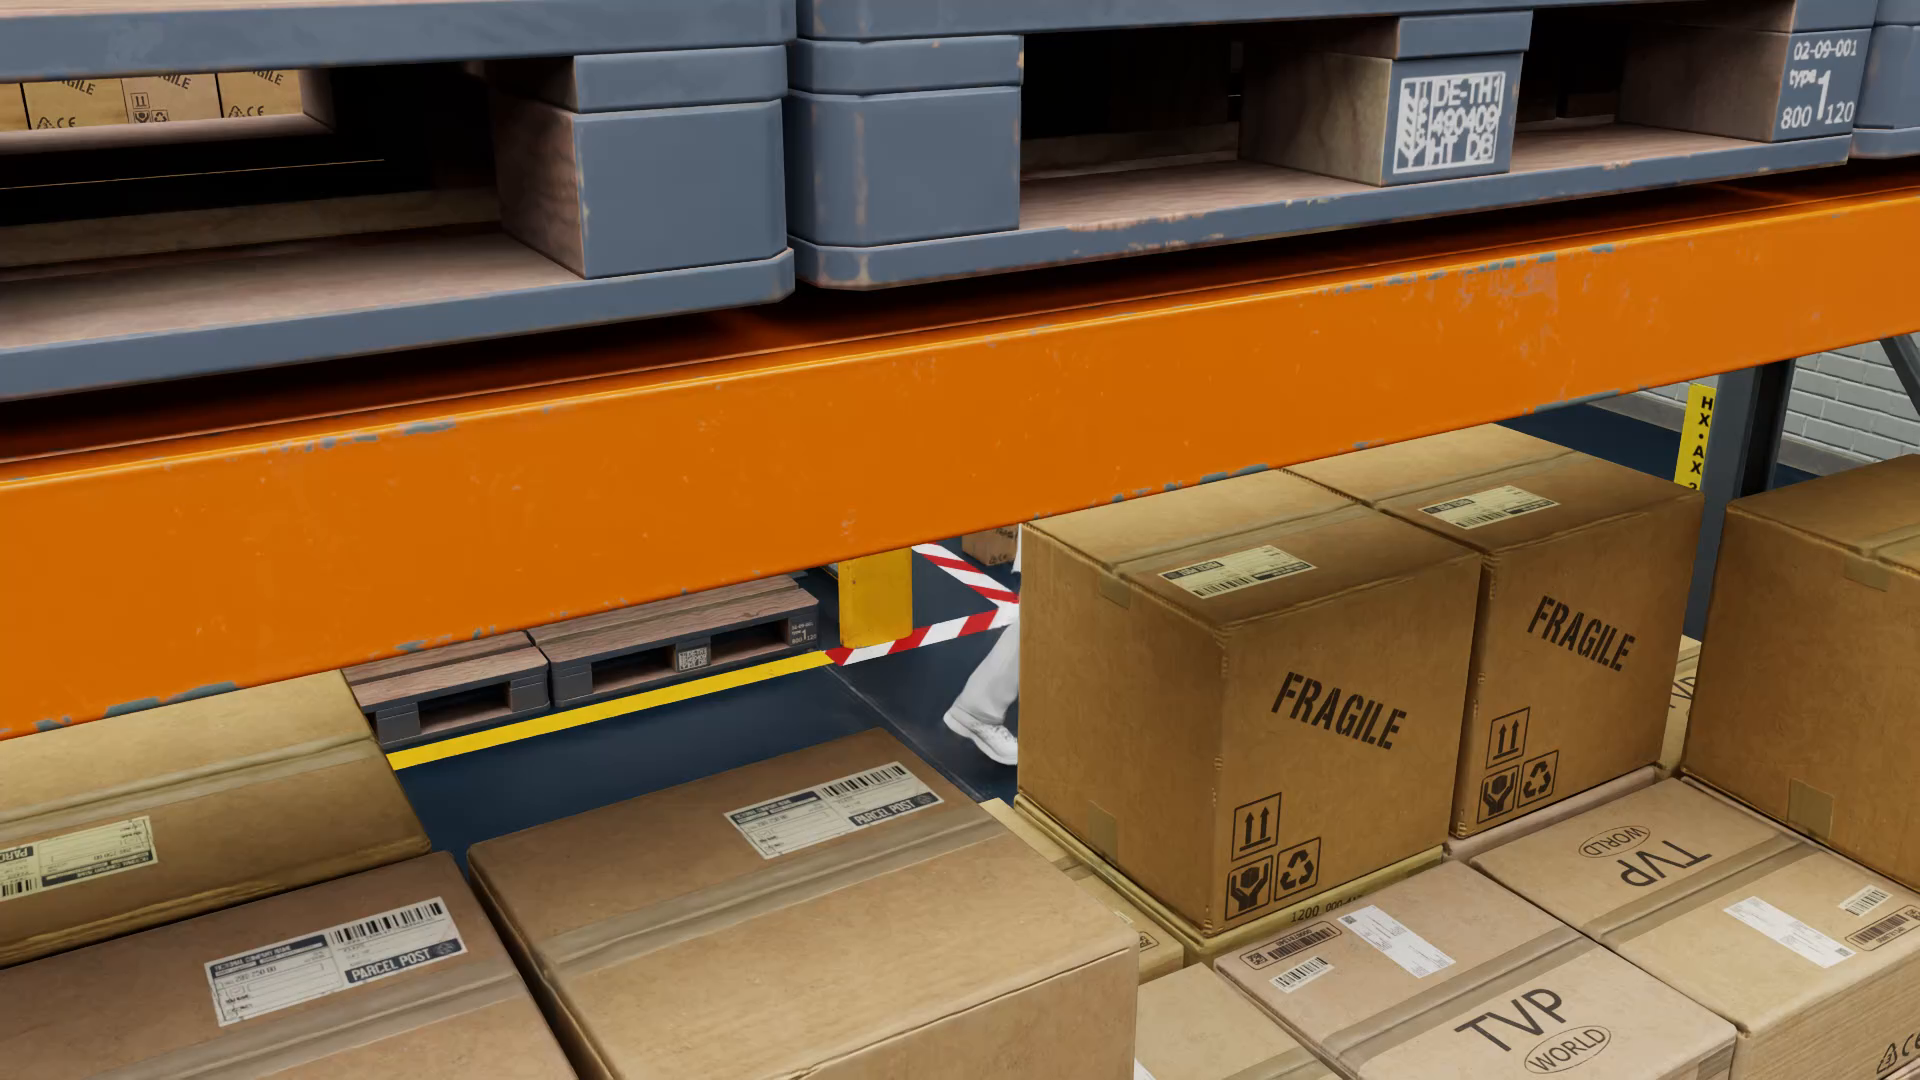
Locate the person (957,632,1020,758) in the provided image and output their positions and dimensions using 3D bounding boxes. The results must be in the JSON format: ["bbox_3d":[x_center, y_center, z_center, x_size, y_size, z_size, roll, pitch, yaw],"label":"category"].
[{"bbox_3d":[0.364,-0.092,6.371,0.924,1.727,0.826,-8,23,-19],"label":"person"}]
